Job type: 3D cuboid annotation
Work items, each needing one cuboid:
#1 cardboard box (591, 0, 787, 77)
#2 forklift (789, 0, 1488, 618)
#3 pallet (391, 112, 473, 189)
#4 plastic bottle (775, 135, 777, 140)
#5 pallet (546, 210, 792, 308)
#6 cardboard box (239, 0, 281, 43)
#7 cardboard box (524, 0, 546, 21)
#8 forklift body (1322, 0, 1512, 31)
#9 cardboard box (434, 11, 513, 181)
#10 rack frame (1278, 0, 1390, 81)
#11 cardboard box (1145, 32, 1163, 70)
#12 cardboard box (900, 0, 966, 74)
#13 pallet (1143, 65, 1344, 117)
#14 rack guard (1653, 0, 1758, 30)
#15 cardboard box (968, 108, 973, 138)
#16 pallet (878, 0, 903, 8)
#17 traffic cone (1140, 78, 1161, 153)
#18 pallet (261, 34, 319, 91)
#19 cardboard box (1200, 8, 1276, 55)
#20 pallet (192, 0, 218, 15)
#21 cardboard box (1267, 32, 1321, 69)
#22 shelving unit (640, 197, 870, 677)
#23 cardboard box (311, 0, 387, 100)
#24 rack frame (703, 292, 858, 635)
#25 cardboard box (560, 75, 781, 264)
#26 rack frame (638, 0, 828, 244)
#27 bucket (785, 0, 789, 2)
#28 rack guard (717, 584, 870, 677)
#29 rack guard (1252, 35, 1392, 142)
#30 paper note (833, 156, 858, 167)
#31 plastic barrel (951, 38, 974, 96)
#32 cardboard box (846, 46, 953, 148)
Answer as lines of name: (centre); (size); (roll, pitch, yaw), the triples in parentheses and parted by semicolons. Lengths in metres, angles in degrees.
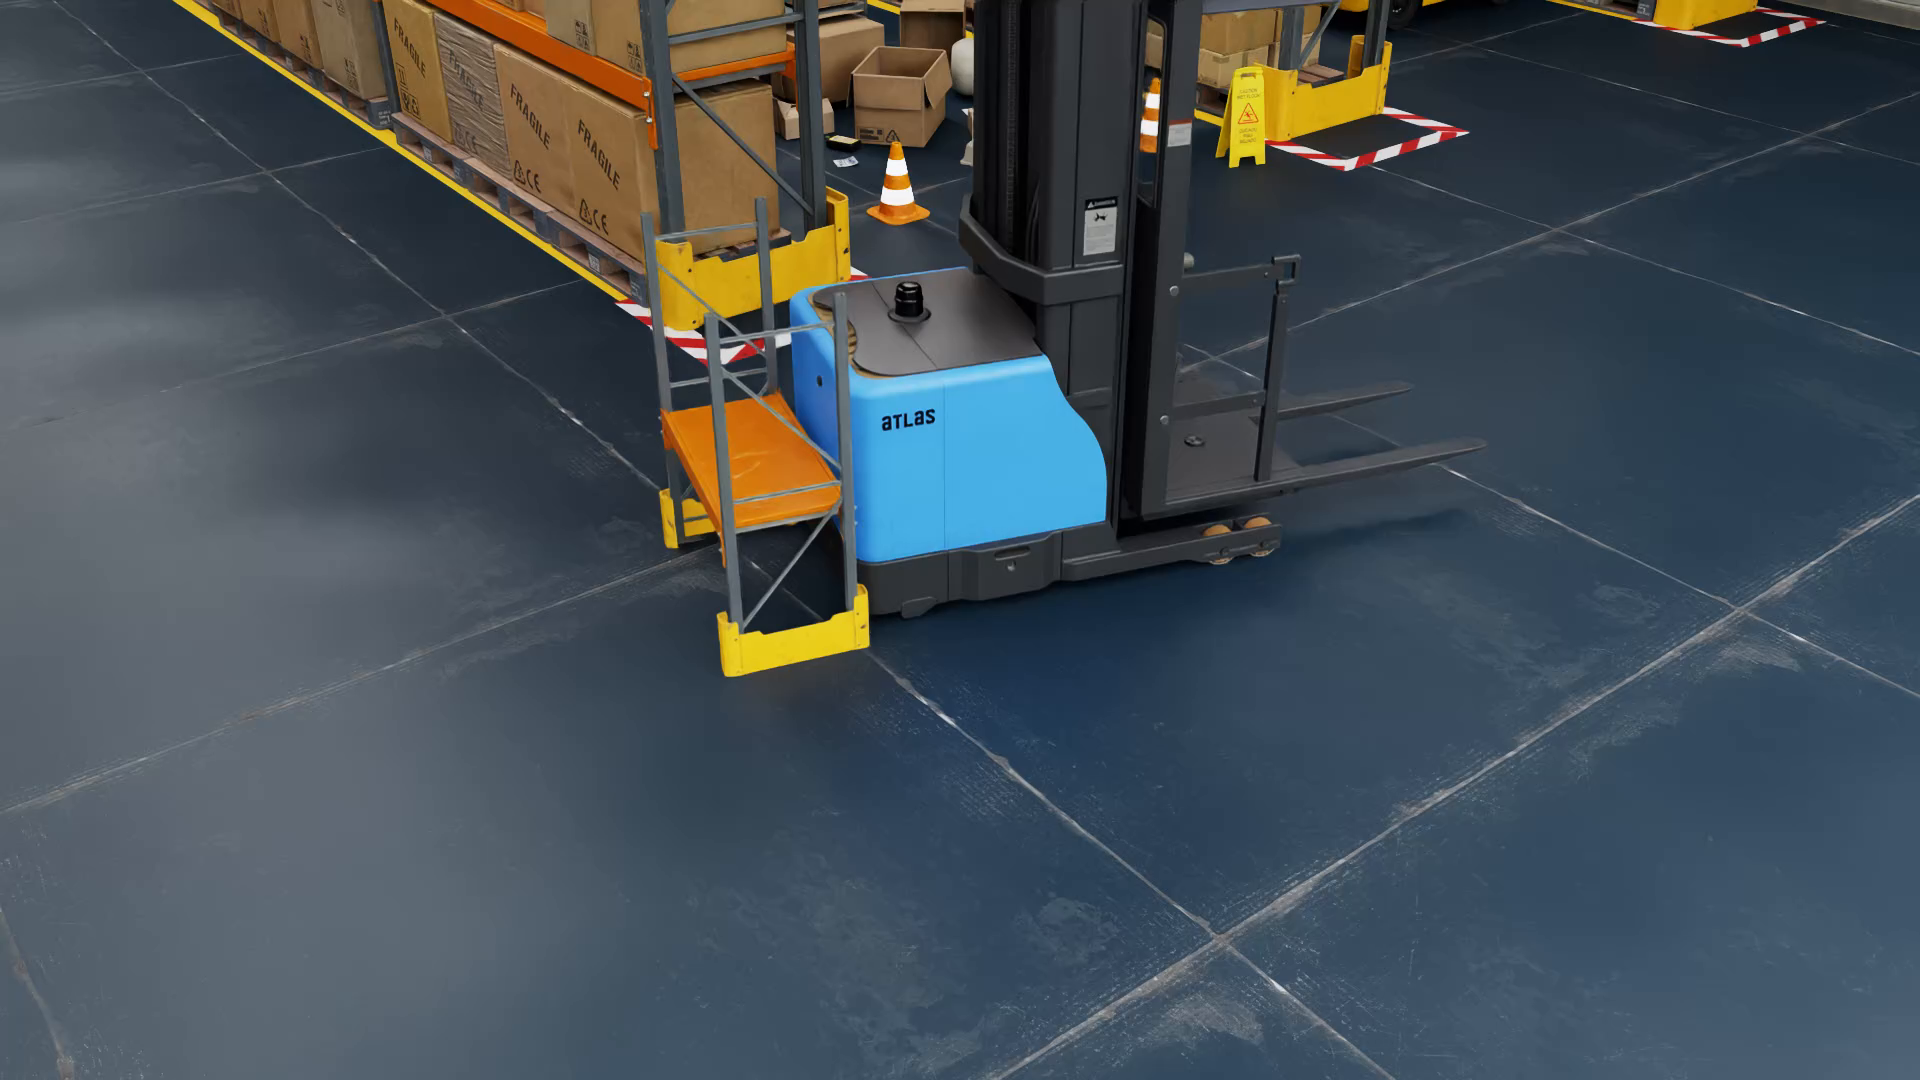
cardboard box: (-1.453, -2.876, 8.895); (0.875, 0.550, 0.550); (-22, 38, -31)
forklift: (0.853, -1.392, 6.713); (3.031, 2.935, 1.130); (-10, 33, -16)
pallet: (-3.238, -2.812, 11.578); (1.003, 0.211, 1.213); (-22, 38, -31)
plastic bottle: (-1.414, -2.801, 11.702); (0.133, 0.061, 0.283); (18, 36, 27)
pallet: (-1.741, -1.795, 9.941); (1.003, 0.211, 1.213); (-22, 38, -31)
cardboard box: (-5.254, -4.583, 13.520); (1.050, 0.750, 0.750); (-22, 38, -31)
cardboard box: (-2.051, -3.372, 9.694); (0.875, 0.550, 0.550); (-22, 38, -31)
forklift body: (3.974, -5.763, 14.490); (2.313, 2.155, 1.214); (-22, 38, -31)
cardboard box: (-2.756, -2.956, 10.782); (0.875, 0.875, 0.875); (-22, 38, -31)
rack frame: (2.659, -4.316, 11.356); (1.000, 3.000, 0.127); (-22, 38, -31)
cardboard box: (1.639, -3.794, 12.724); (0.500, 0.250, 0.500); (-22, 38, -31)
cardboard box: (-0.212, -4.035, 13.271); (0.500, 0.500, 0.500); (1, 32, 2)
pallet: (2.142, -3.513, 12.706); (1.003, 0.211, 1.213); (-22, 38, -31)
rack guard: (6.592, -4.851, 14.587); (1.175, 0.500, 0.348); (-22, 38, -31)
cardboard box: (0.260, -2.997, 11.935); (0.380, 0.149, 0.250); (-4, 32, -7)
pallet: (-0.273, -5.122, 15.297); (1.003, 0.211, 1.213); (-22, 38, -31)
traffic cone: (1.376, -3.000, 11.642); (0.336, 0.463, 0.334); (-22, 38, -31)
pallet: (-4.927, -3.961, 13.427); (1.003, 0.211, 1.213); (-22, 38, -31)
cardboard box: (1.962, -3.894, 12.174); (0.500, 0.500, 0.500); (-22, 38, -31)
pallet: (-6.573, -5.148, 15.338); (1.003, 0.211, 1.213); (-22, 38, -31)
cardboard box: (2.383, -3.752, 12.656); (0.500, 0.250, 0.500); (-23, 38, -32)
shelving unit: (-0.822, -0.426, 6.514); (0.587, 1.500, 1.083); (-12, 34, -18)
cardboard box: (-4.094, -3.791, 12.246); (1.050, 0.750, 0.750); (-22, 38, -32)
rack frame: (-0.634, -0.171, 6.105); (0.500, 1.500, 0.032); (-12, 34, -18)
cardboard box: (-1.657, -2.209, 9.580); (0.875, 0.875, 0.875); (-22, 38, -31)
rack frame: (-1.189, -2.672, 8.709); (1.000, 3.000, 0.127); (-22, 38, -31)
bucket: (-1.738, -4.284, 12.966); (0.726, 0.611, 0.620); (-10, 23, -15)
rack guard: (-0.641, 0.350, 6.450); (0.587, 0.250, 0.087); (-12, 34, -18)
rack guard: (2.612, -3.286, 12.066); (1.175, 0.500, 0.348); (-22, 38, -31)
paper note: (-0.784, -2.596, 11.402); (0.144, 0.017, 0.142); (-10, 33, -15)
plastic barrel: (0.196, -3.592, 12.633); (0.512, 0.421, 0.421); (1, 32, 2)
cardboard box: (-0.418, -3.168, 11.874); (0.637, 0.503, 0.797); (6, 32, 10)
